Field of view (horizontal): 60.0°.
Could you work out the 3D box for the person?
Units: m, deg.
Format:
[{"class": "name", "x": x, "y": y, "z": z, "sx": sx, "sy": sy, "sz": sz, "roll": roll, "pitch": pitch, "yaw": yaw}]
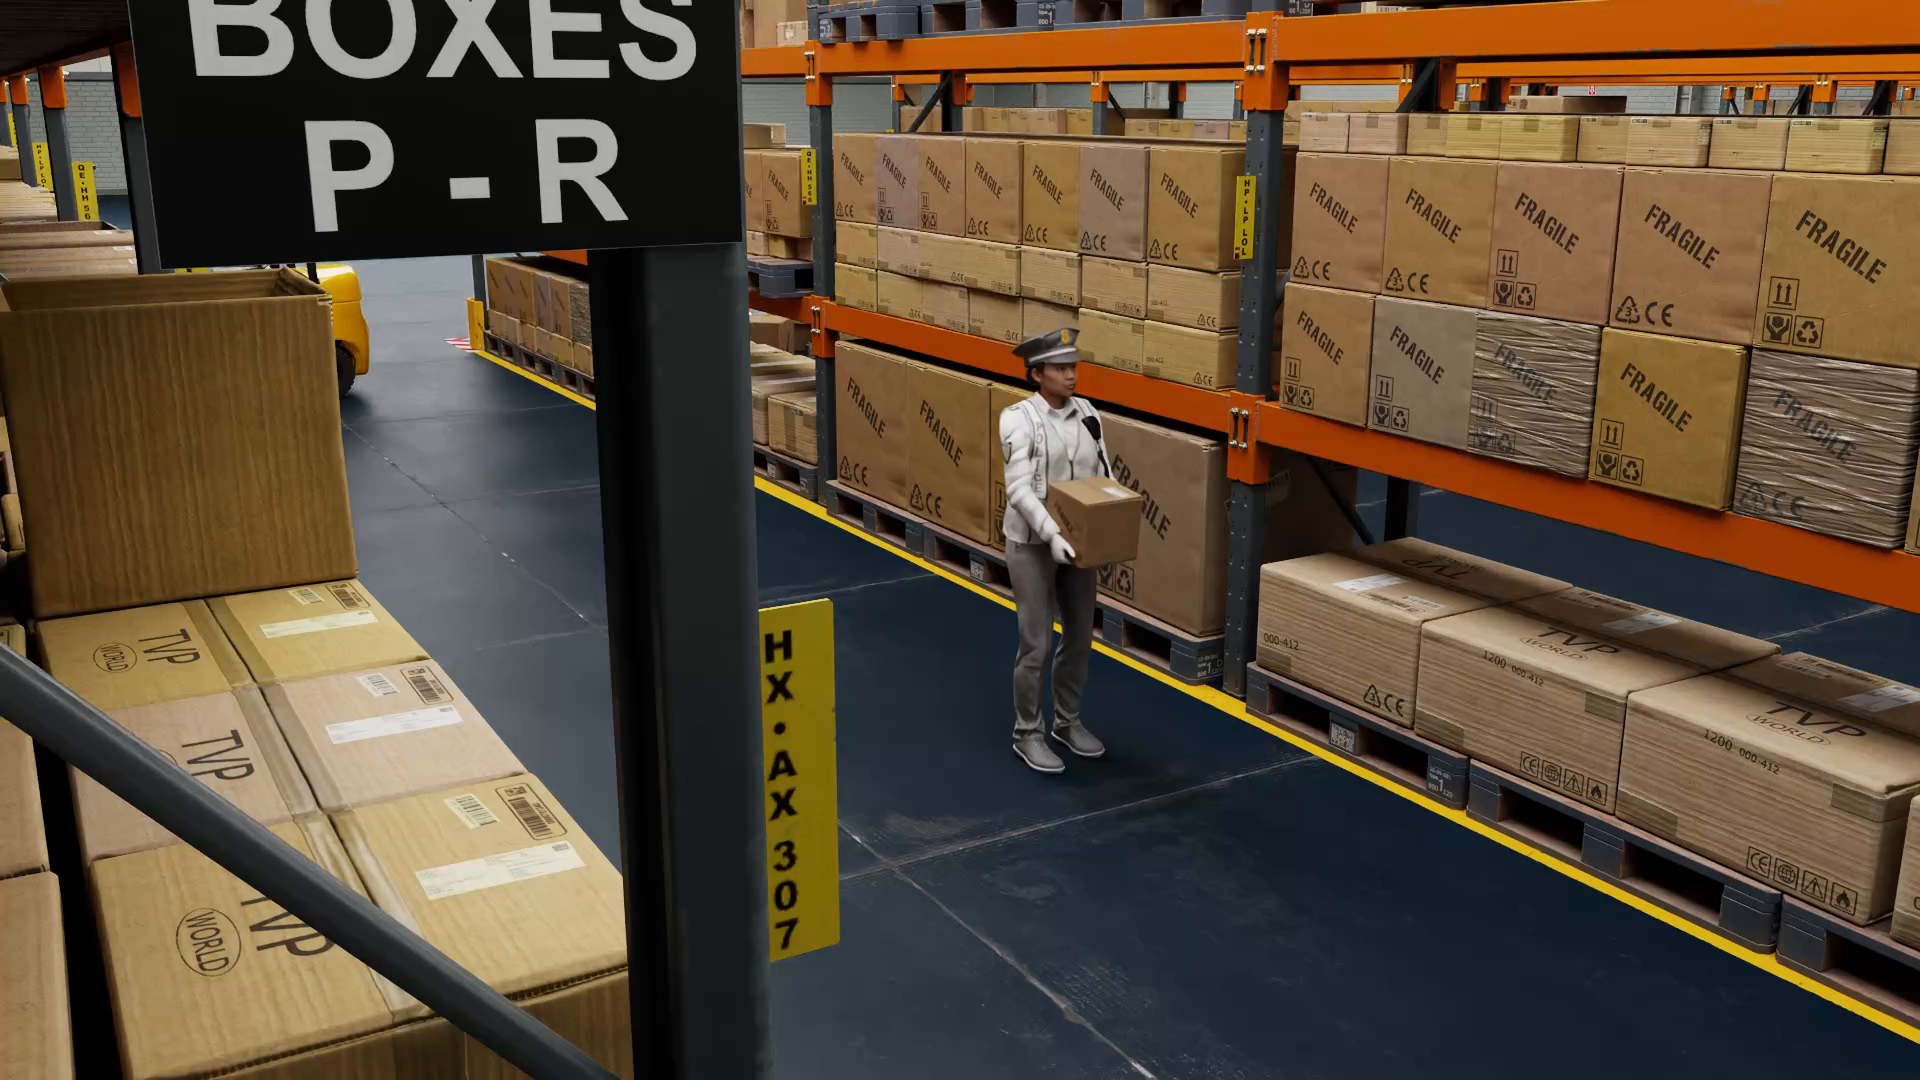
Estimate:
[{"class": "person", "x": 0.395, "y": 0.042, "z": 6.319, "sx": 0.457, "sy": 1.690, "sz": 0.539, "roll": -9, "pitch": 17, "yaw": -29}]
